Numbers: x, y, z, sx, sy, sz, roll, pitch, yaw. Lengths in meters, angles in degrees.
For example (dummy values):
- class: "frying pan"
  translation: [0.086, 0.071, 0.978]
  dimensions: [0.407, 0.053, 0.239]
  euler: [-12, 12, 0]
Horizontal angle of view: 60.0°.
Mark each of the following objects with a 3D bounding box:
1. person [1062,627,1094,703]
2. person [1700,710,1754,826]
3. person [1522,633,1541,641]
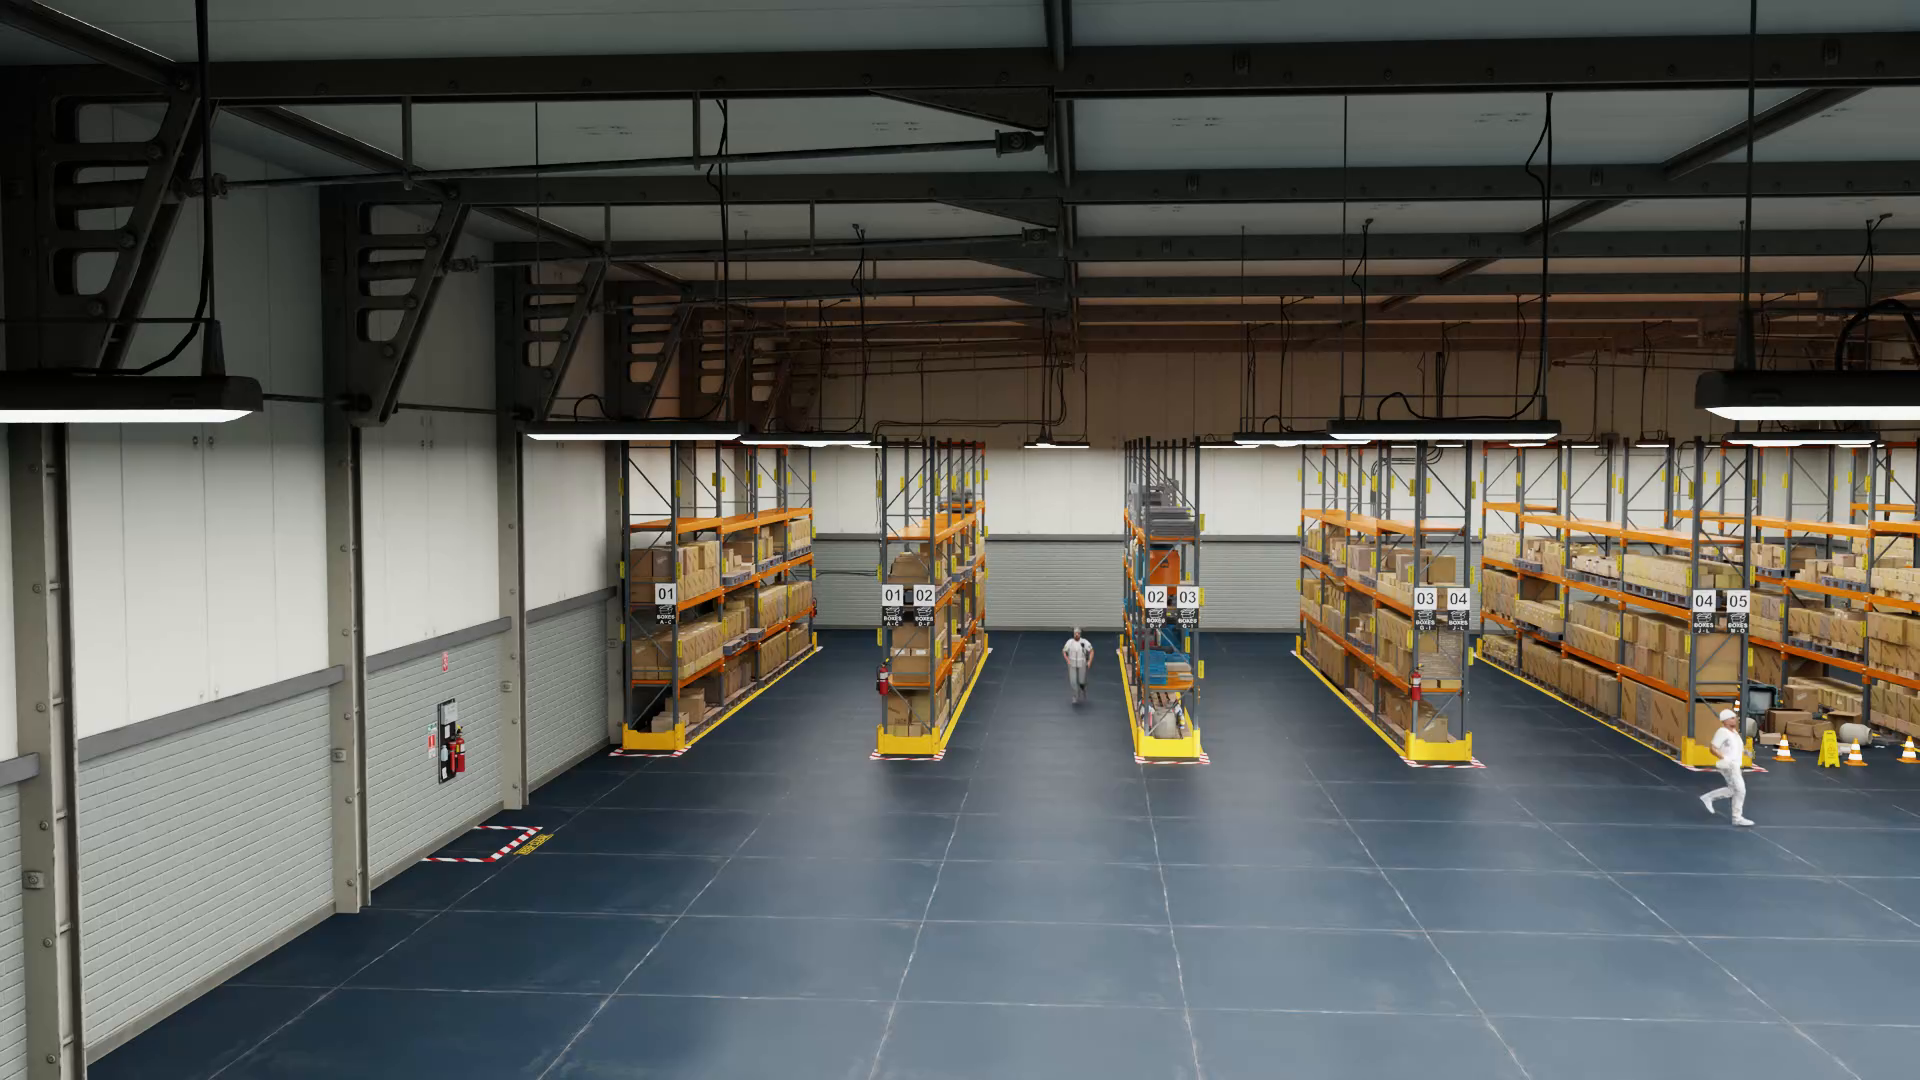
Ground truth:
- class: "person"
  translation: [2.681, 2.825, 37.817]
  dimensions: [0.713, 1.728, 0.630]
  euler: [0, 3, 8]
- class: "person"
  translation: [11.793, 3.481, 25.561]
  dimensions: [0.818, 1.750, 0.696]
  euler: [3, 4, 40]
- class: "person"
  translation: [16.132, 2.362, 47.276]
  dimensions: [0.668, 1.704, 0.820]
  euler: [-2, 4, -33]
